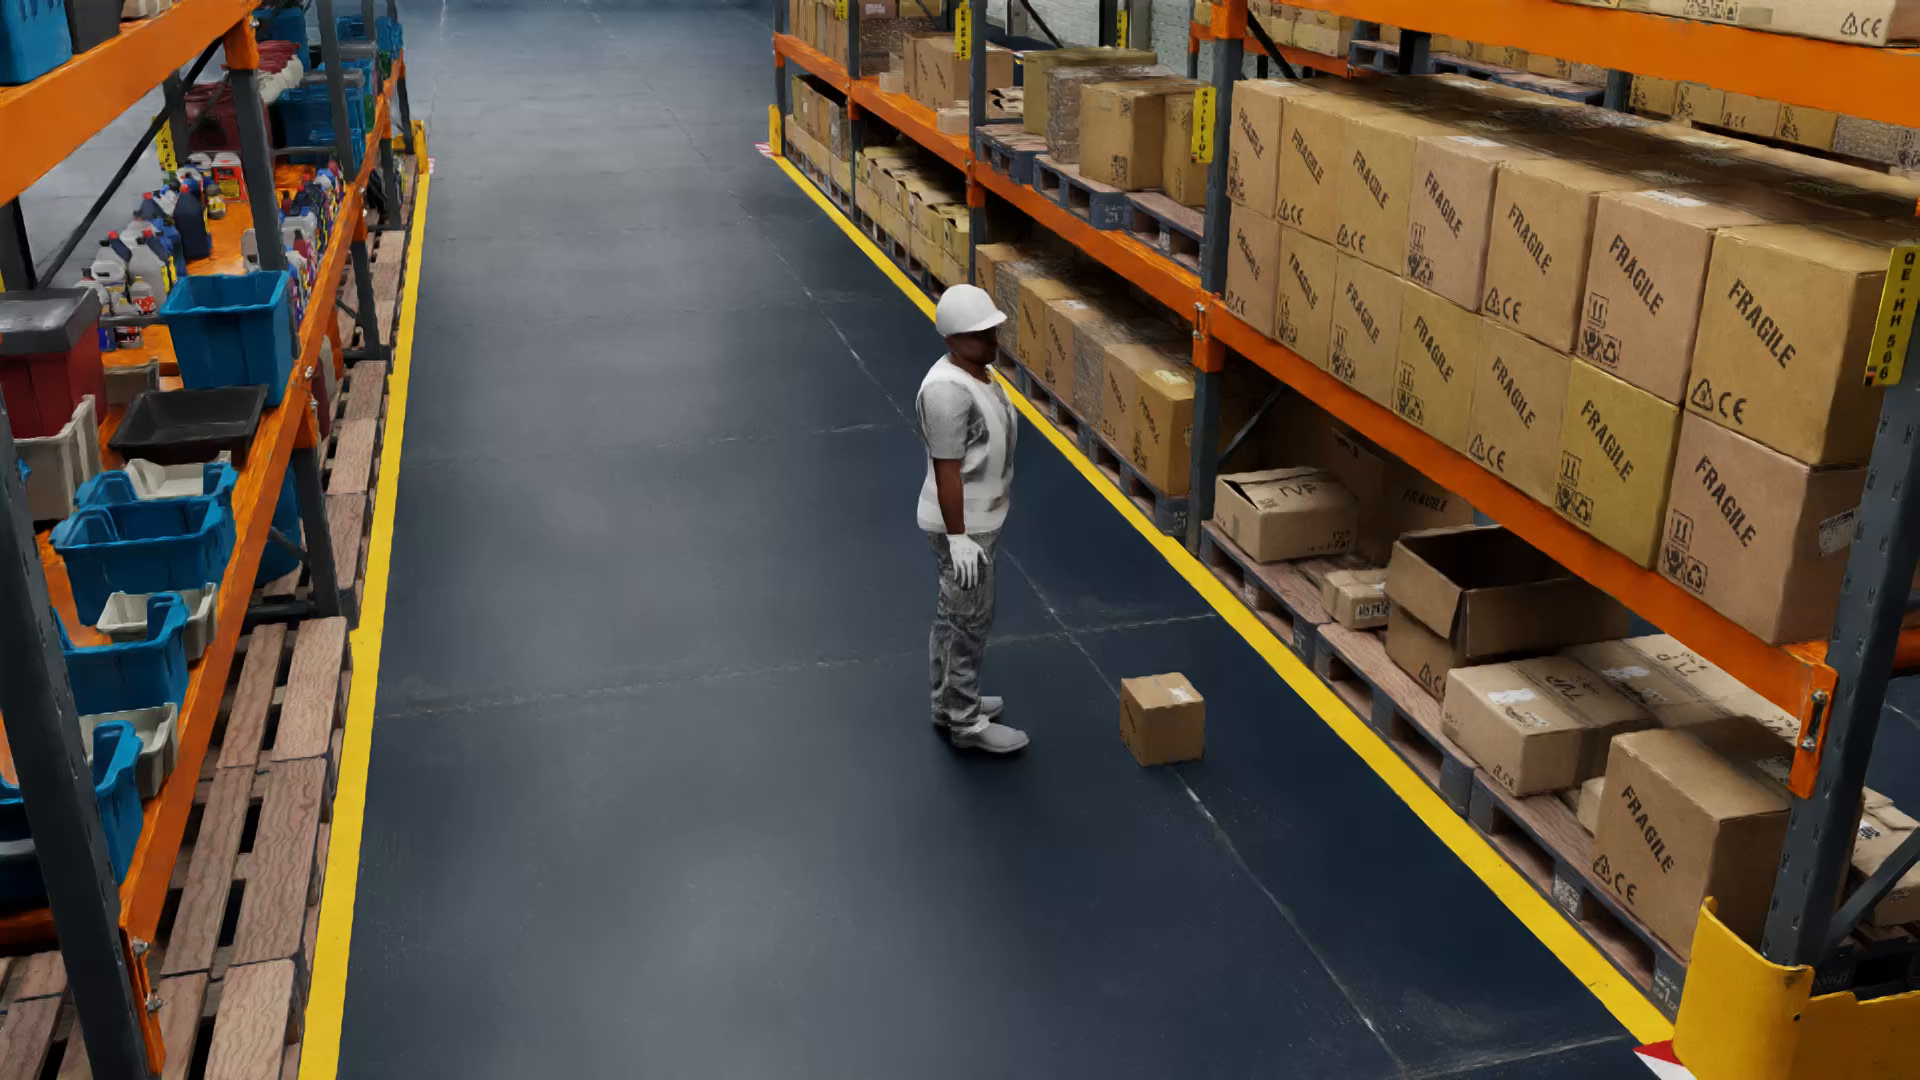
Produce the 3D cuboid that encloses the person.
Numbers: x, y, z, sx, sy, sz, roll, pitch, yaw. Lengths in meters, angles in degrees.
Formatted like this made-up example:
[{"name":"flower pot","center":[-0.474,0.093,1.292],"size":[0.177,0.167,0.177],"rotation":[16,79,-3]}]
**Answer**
[{"name":"person","center":[0.066,-0.078,6.186],"size":[0.436,1.787,0.651],"rotation":[3,23,8]}]
